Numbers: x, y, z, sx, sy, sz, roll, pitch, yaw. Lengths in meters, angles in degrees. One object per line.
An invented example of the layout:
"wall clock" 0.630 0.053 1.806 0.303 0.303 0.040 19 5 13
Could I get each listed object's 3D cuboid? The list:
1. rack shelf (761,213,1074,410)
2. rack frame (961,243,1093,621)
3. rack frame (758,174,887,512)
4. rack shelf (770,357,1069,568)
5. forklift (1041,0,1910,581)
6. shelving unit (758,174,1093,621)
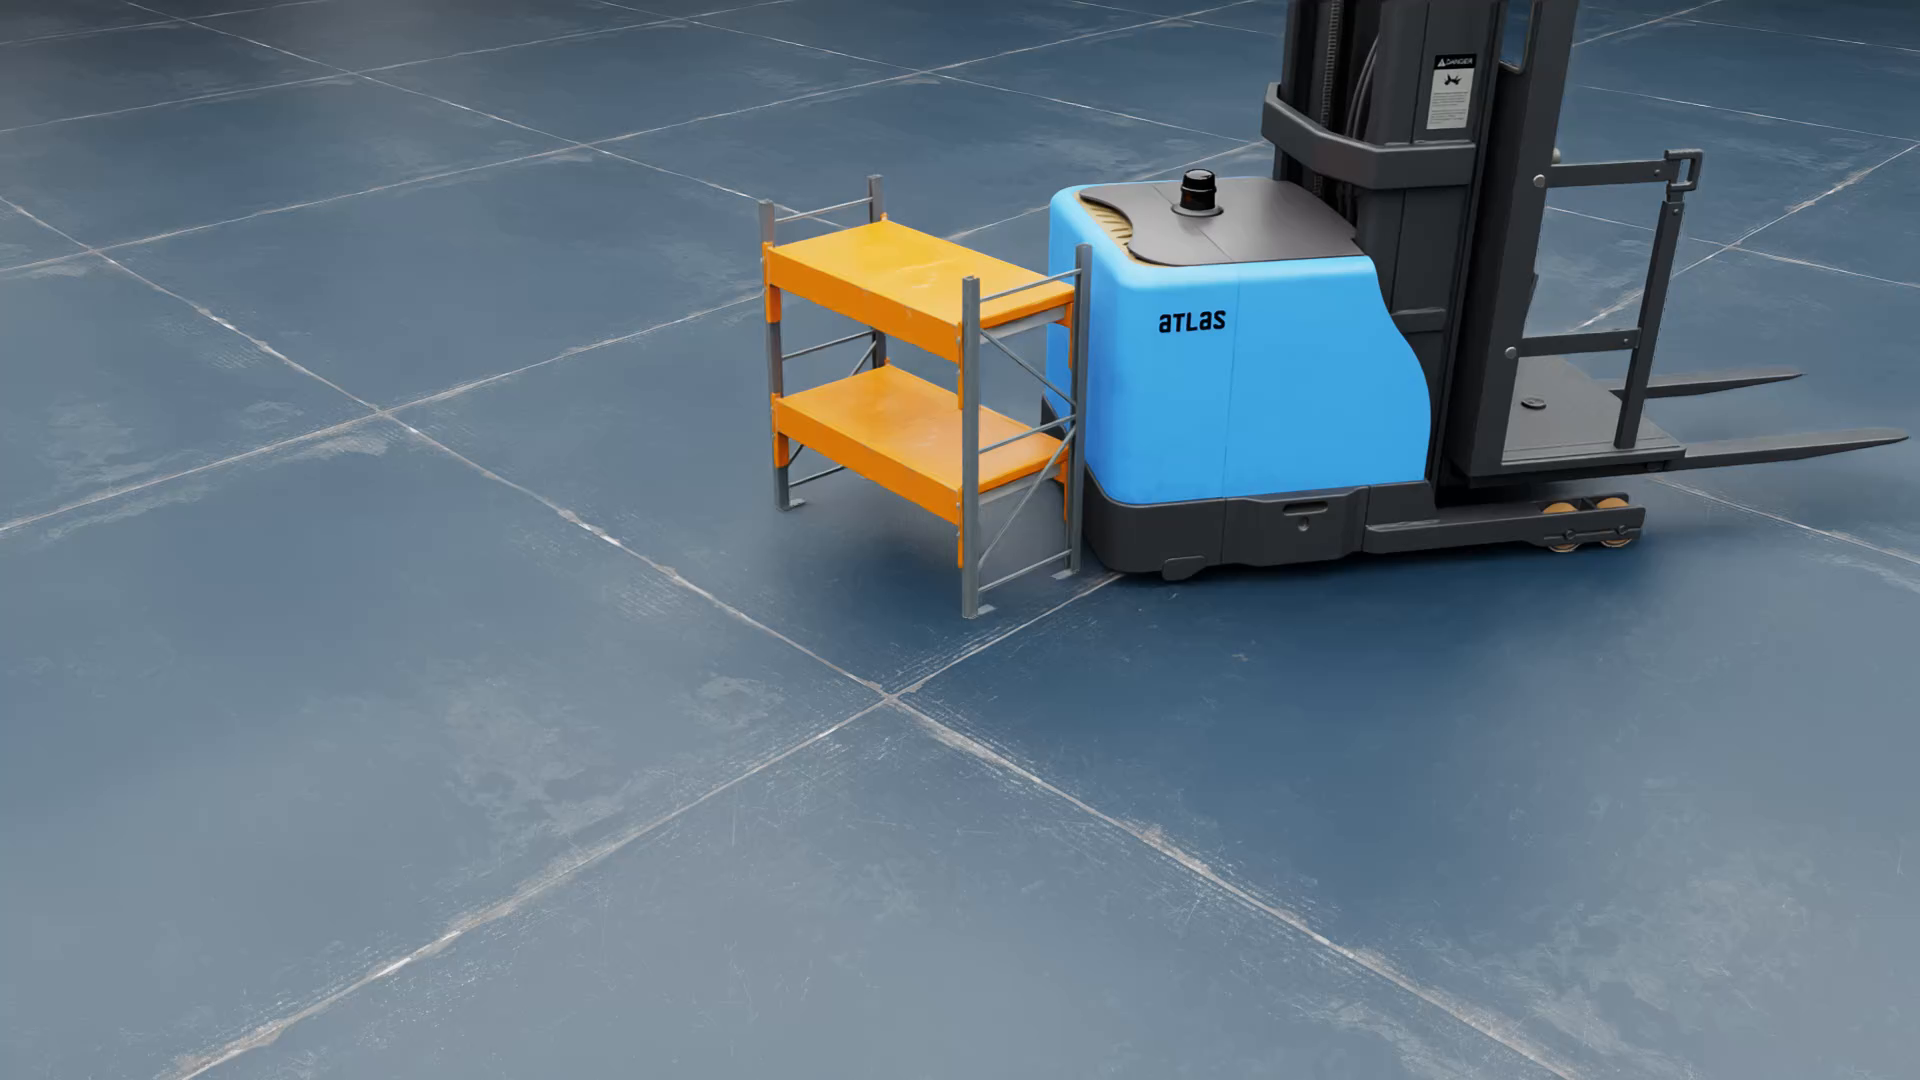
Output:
"rack shelf" -0.130 -0.762 5.361 0.538 0.278 1.000 -22 35 -36
"rack frame" 0.204 -0.324 5.158 0.500 1.125 0.032 -22 35 -36
"rack frame" -0.464 -0.681 5.837 0.500 1.125 0.032 -22 35 -36
"rack shelf" -0.130 -0.286 5.611 0.538 0.278 1.000 -22 35 -36
"forklift" 1.868 -1.491 5.436 3.031 2.935 1.130 -5 28 -10
"shelving unit" -0.130 -0.503 5.497 0.538 1.125 1.048 -22 35 -36
